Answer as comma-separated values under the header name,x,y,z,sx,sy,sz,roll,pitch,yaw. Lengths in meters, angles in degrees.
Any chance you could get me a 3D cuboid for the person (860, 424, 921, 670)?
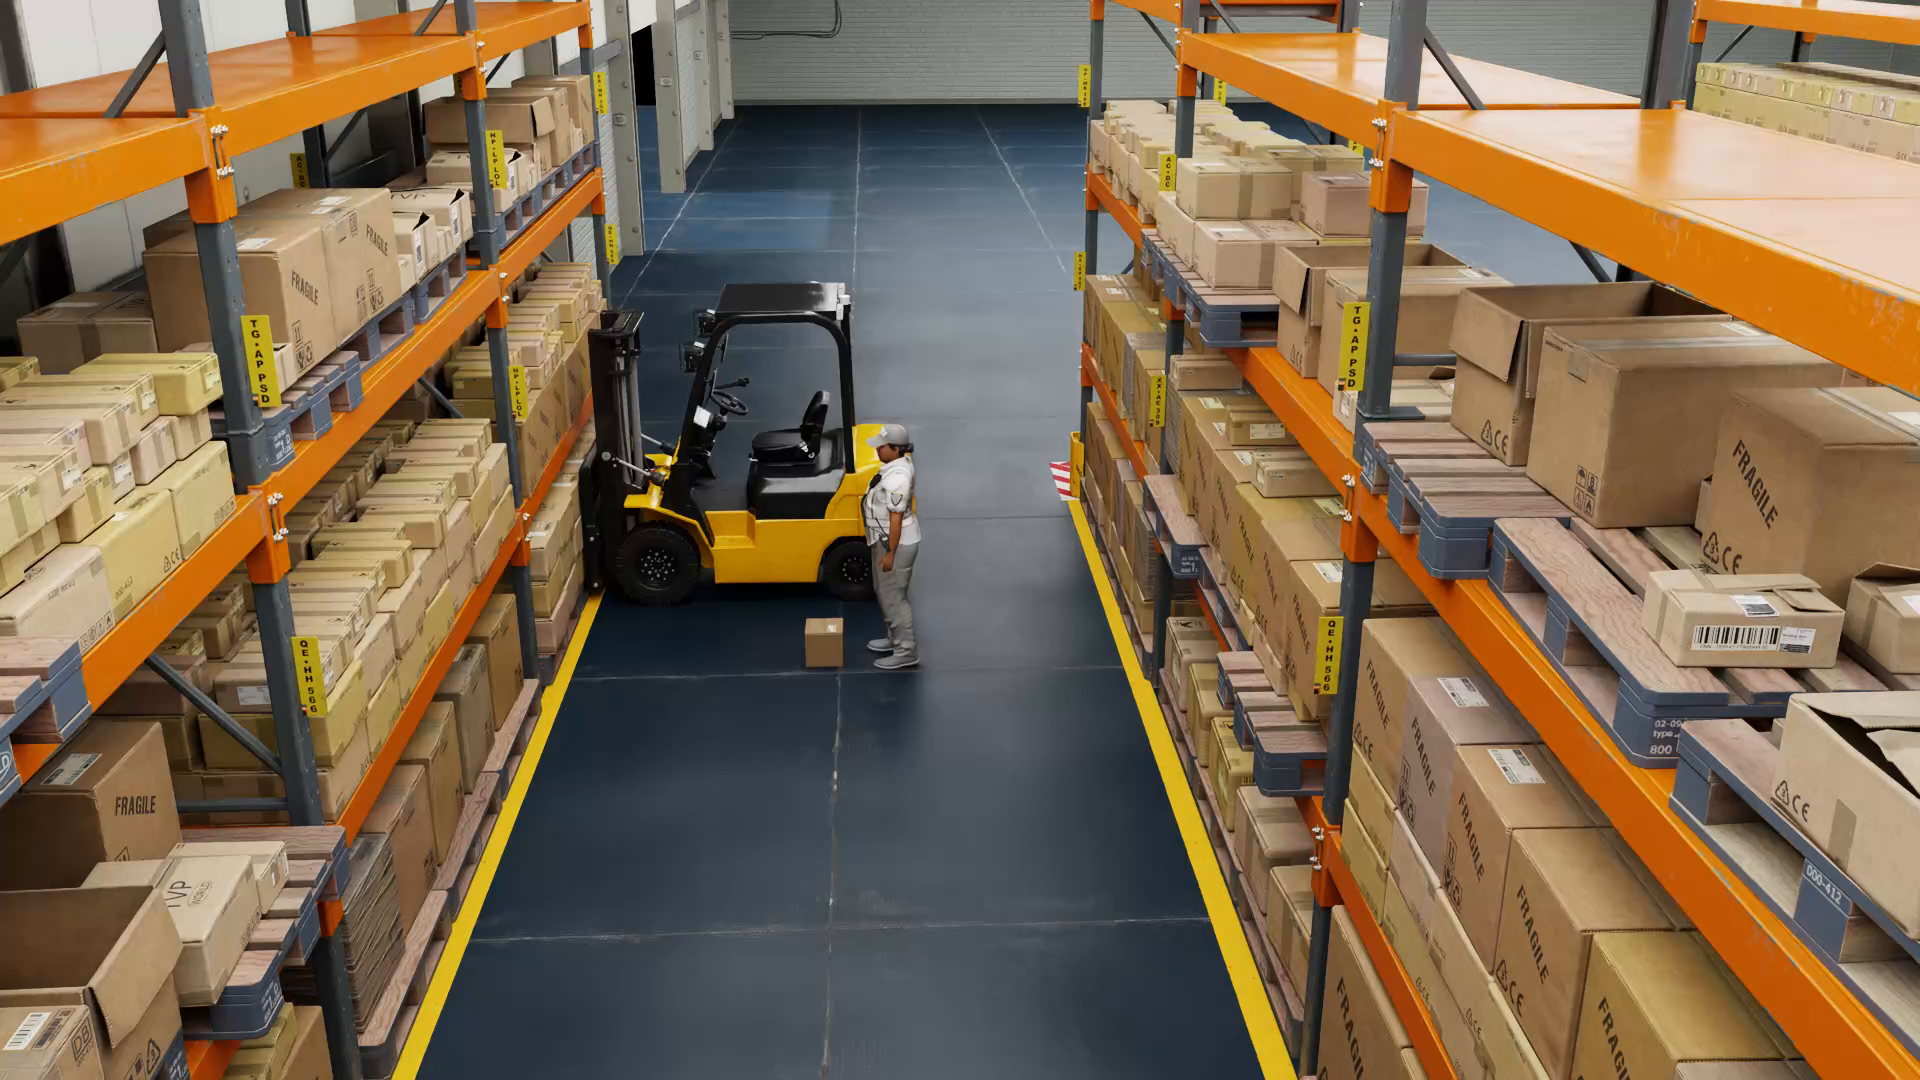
name,x,y,z,sx,sy,sz,roll,pitch,yaw
person,-0.453,0.032,11.004,0.393,1.662,0.466,-1,21,-2
